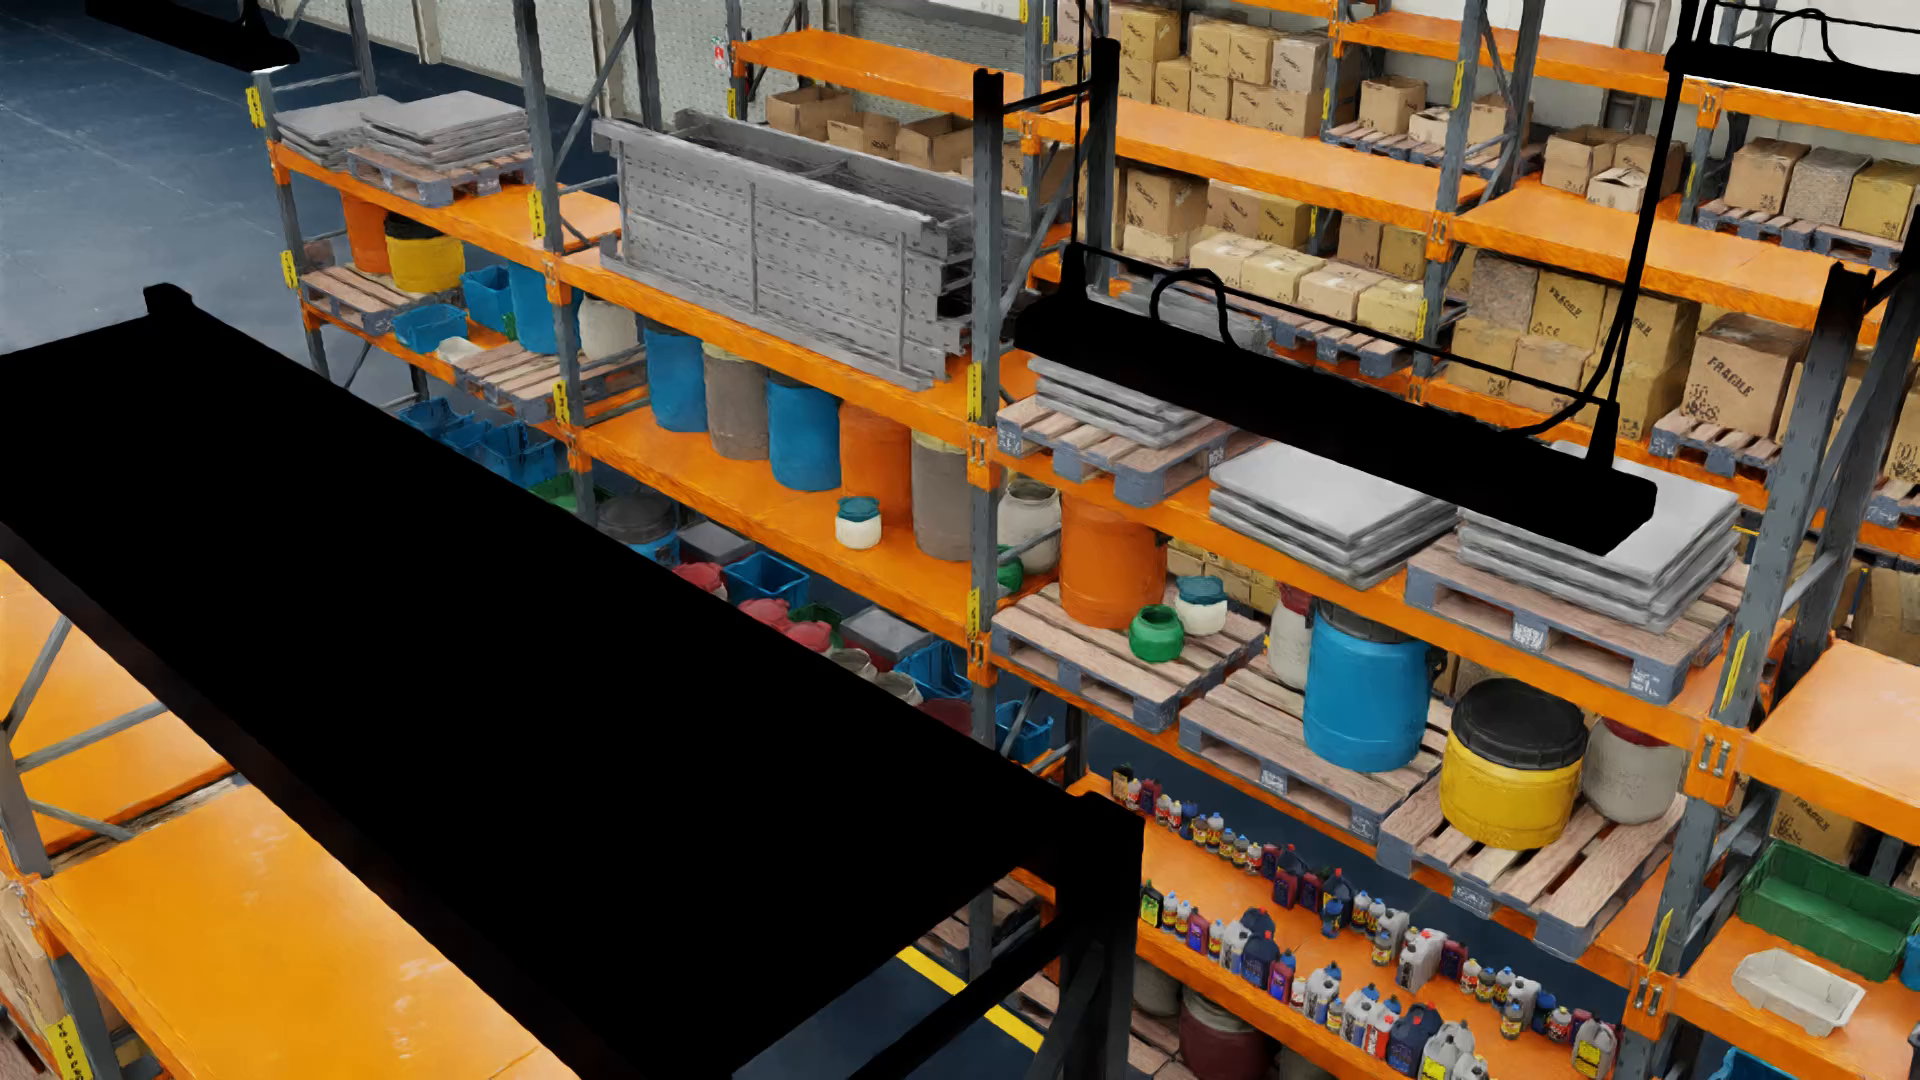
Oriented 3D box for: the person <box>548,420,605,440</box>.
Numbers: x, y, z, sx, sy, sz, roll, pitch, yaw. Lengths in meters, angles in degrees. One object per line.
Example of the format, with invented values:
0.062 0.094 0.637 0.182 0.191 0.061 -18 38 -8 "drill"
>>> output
-4.211 -1.901 17.957 0.516 1.634 0.690 8 30 13 "person"
